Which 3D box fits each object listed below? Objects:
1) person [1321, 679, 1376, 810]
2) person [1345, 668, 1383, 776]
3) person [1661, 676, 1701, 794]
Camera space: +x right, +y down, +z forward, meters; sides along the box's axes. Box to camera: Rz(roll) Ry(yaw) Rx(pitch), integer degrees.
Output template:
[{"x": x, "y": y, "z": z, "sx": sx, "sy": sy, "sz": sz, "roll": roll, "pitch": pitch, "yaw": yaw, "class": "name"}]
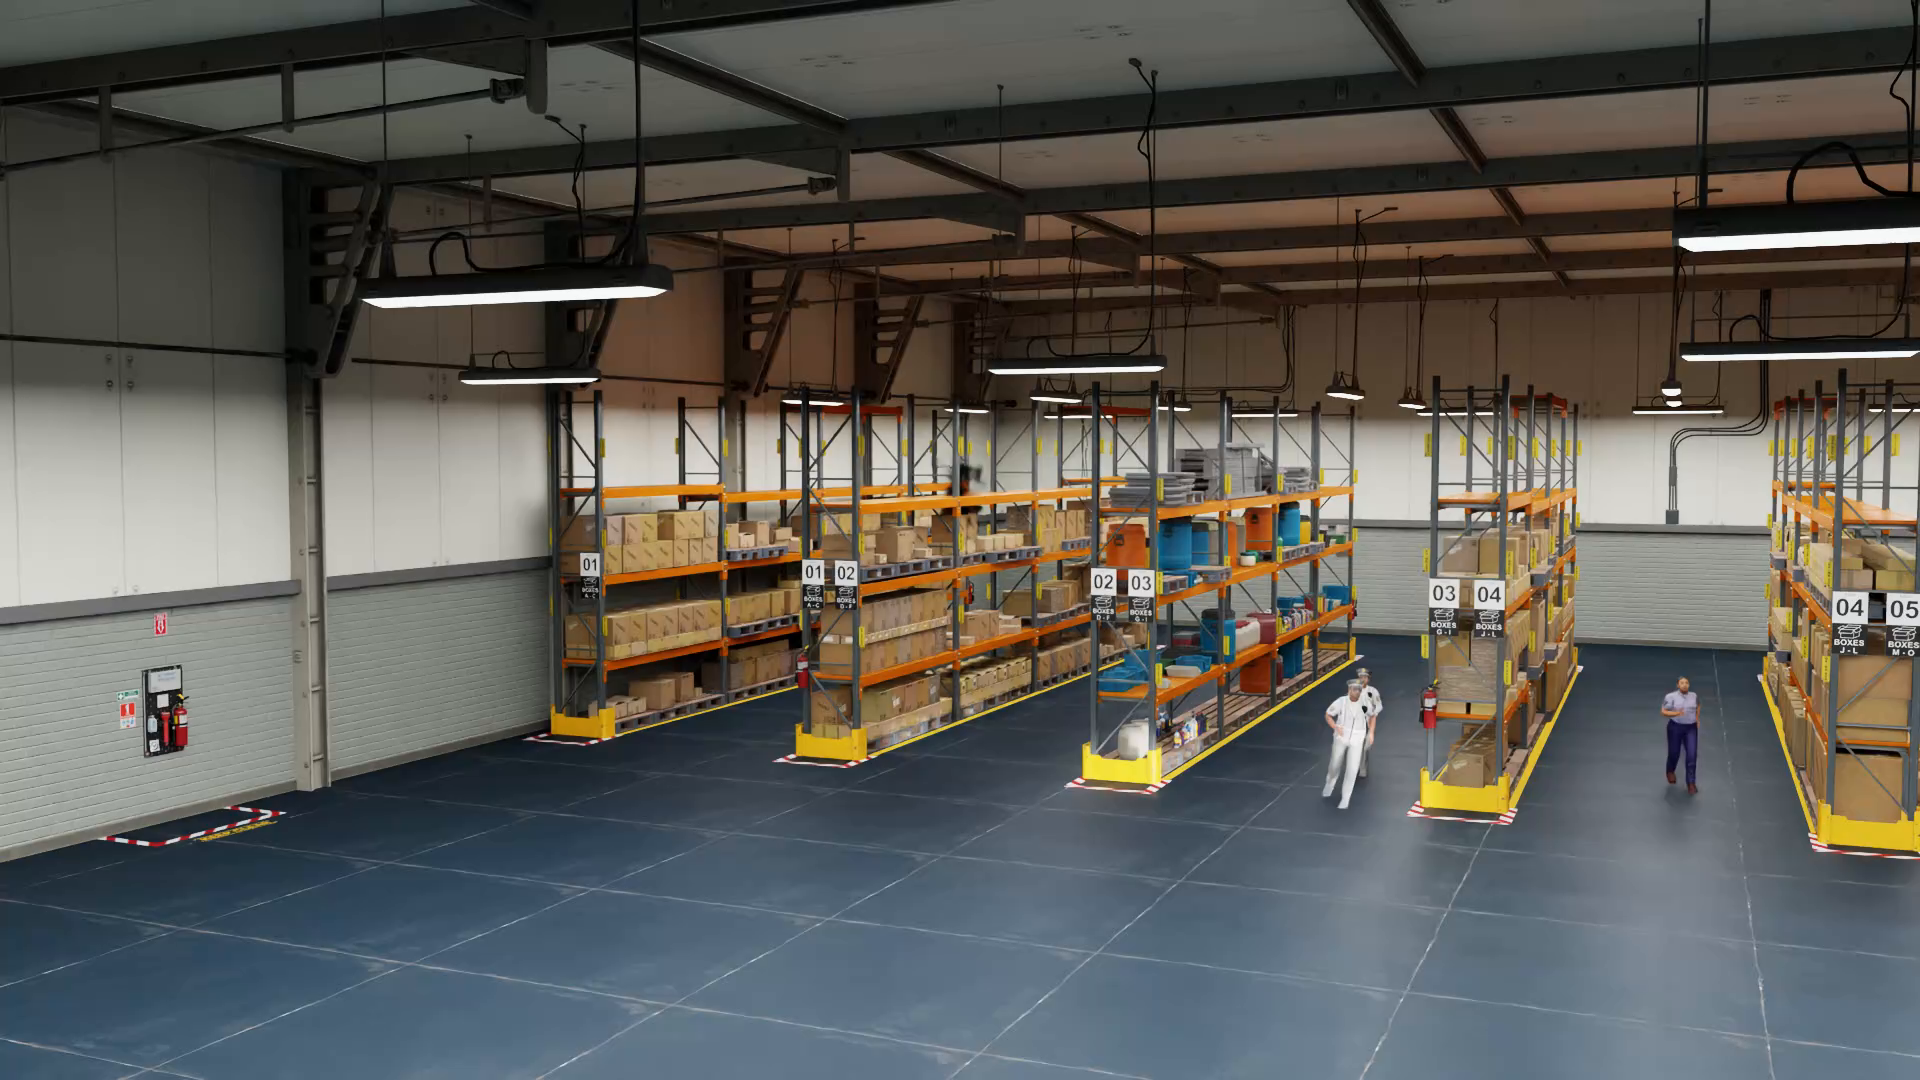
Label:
[{"x": 5.479, "y": 2.843, "z": 23.391, "sx": 0.739, "sy": 1.808, "sz": 0.851, "roll": 1, "pitch": 3, "yaw": 10, "class": "person"}, {"x": 6.120, "y": 2.776, "z": 25.334, "sx": 0.615, "sy": 1.658, "sz": 0.541, "roll": 1, "pitch": 3, "yaw": 18, "class": "person"}, {"x": 10.556, "y": 2.804, "z": 24.303, "sx": 0.601, "sy": 1.645, "sz": 0.913, "roll": 1, "pitch": 3, "yaw": 10, "class": "person"}]
